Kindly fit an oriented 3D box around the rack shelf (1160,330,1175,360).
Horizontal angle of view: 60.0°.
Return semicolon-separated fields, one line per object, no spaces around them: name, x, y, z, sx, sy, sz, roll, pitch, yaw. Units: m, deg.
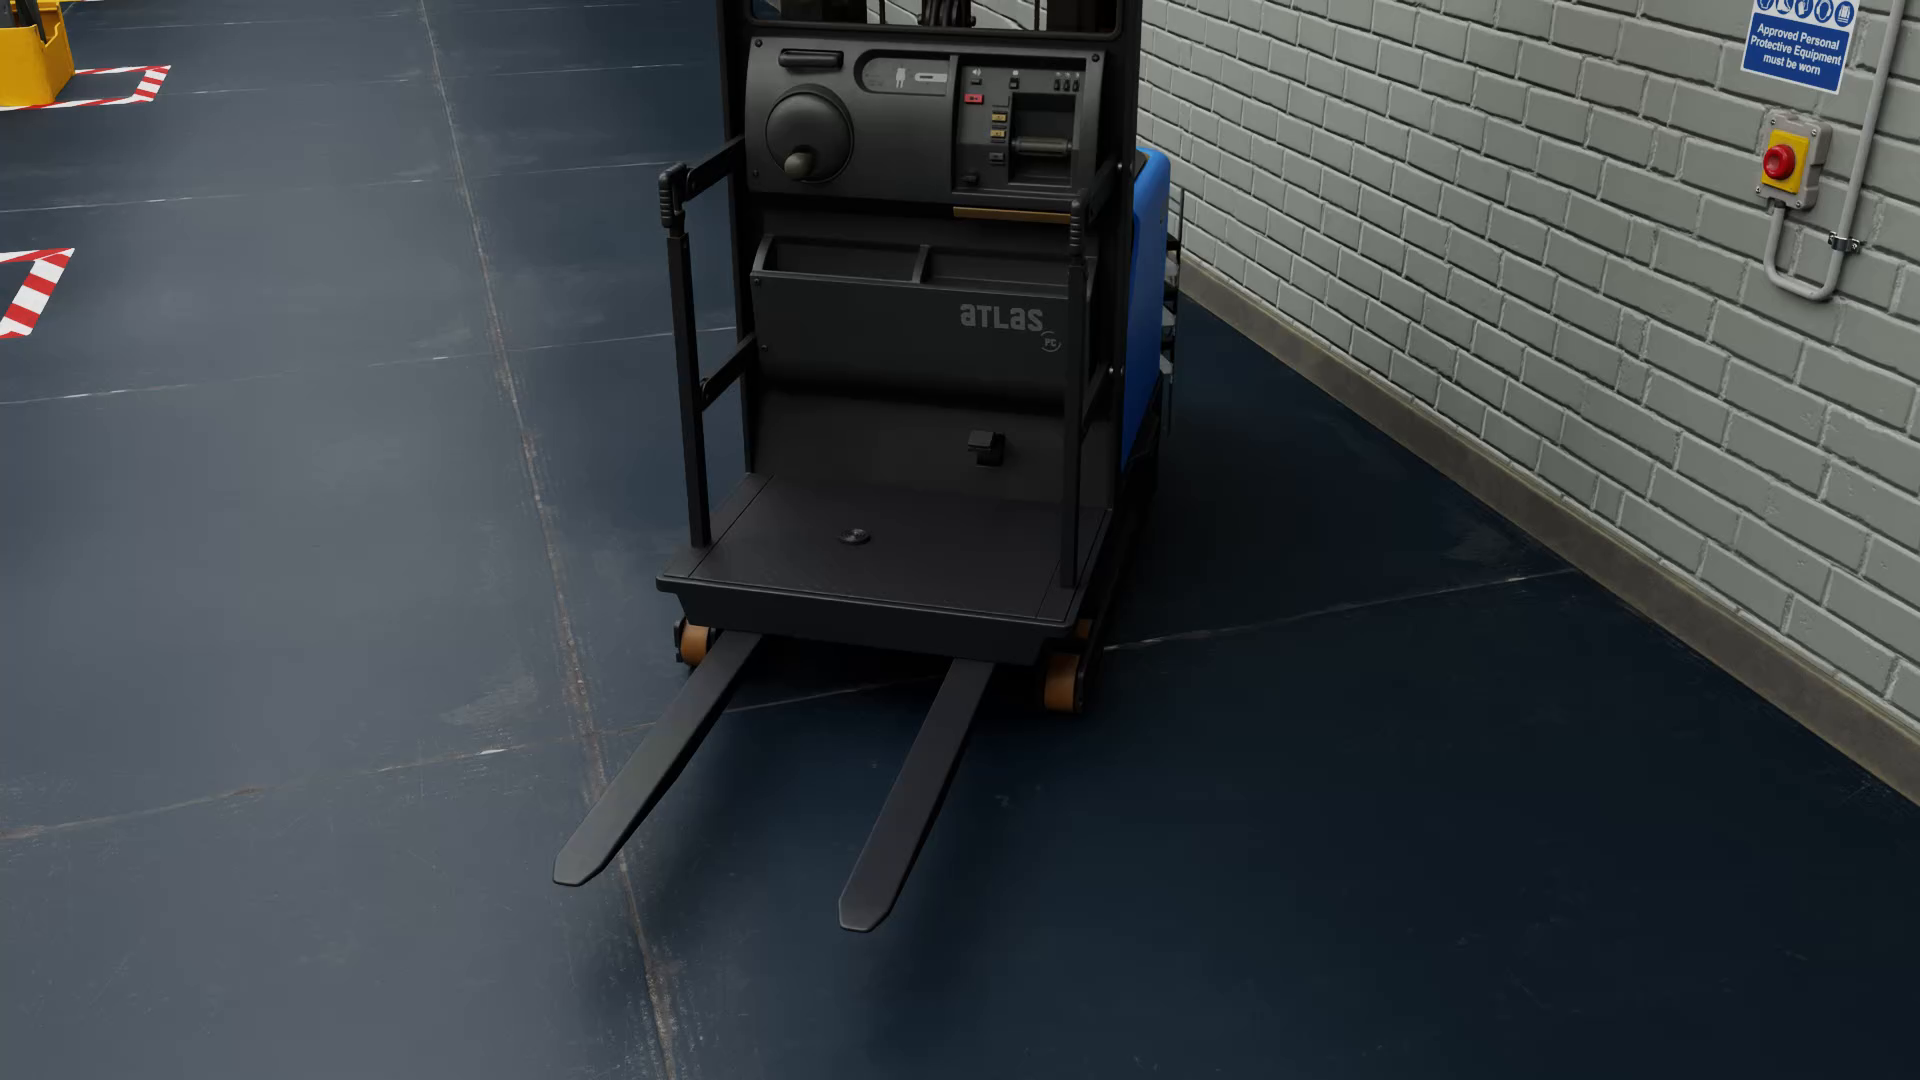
rack shelf;0.630;-0.715;5.956;0.200;0.077;0.258;-6;27;-12

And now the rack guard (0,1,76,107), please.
rack guard;-6.413;-3.358;11.453;0.348;0.500;1.175;-8;28;-16

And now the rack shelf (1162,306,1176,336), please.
rack shelf;0.630;-0.796;5.916;0.200;0.077;0.258;-6;27;-12

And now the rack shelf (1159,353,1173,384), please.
rack shelf;0.630;-0.635;5.996;0.200;0.077;0.258;-6;27;-12

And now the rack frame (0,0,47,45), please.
rack frame;-6.436;-4.475;10.890;0.127;3.000;1.000;-8;28;-16

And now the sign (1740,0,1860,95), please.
sign;2.031;-1.221;4.032;0.001;0.218;0.327;-8;28;-16

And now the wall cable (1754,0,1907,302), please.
wall cable;1.987;-1.540;3.801;0.123;1.953;0.585;-8;28;-16

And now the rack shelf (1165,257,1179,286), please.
rack shelf;0.630;-0.957;5.836;0.200;0.077;0.258;-6;27;-12

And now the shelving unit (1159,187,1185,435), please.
shelving unit;0.630;-0.826;5.902;0.210;0.900;0.258;-6;27;-12

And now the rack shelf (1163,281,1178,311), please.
rack shelf;0.630;-0.877;5.876;0.200;0.077;0.258;-6;27;-12

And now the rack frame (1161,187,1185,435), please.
rack frame;0.729;-0.836;5.923;0.006;0.900;0.240;-6;27;-12

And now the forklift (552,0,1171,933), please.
forklift;-0.146;-1.044;4.056;1.130;2.935;3.031;6;27;12

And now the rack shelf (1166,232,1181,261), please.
rack shelf;0.630;-1.038;5.796;0.200;0.077;0.258;-6;27;-12
